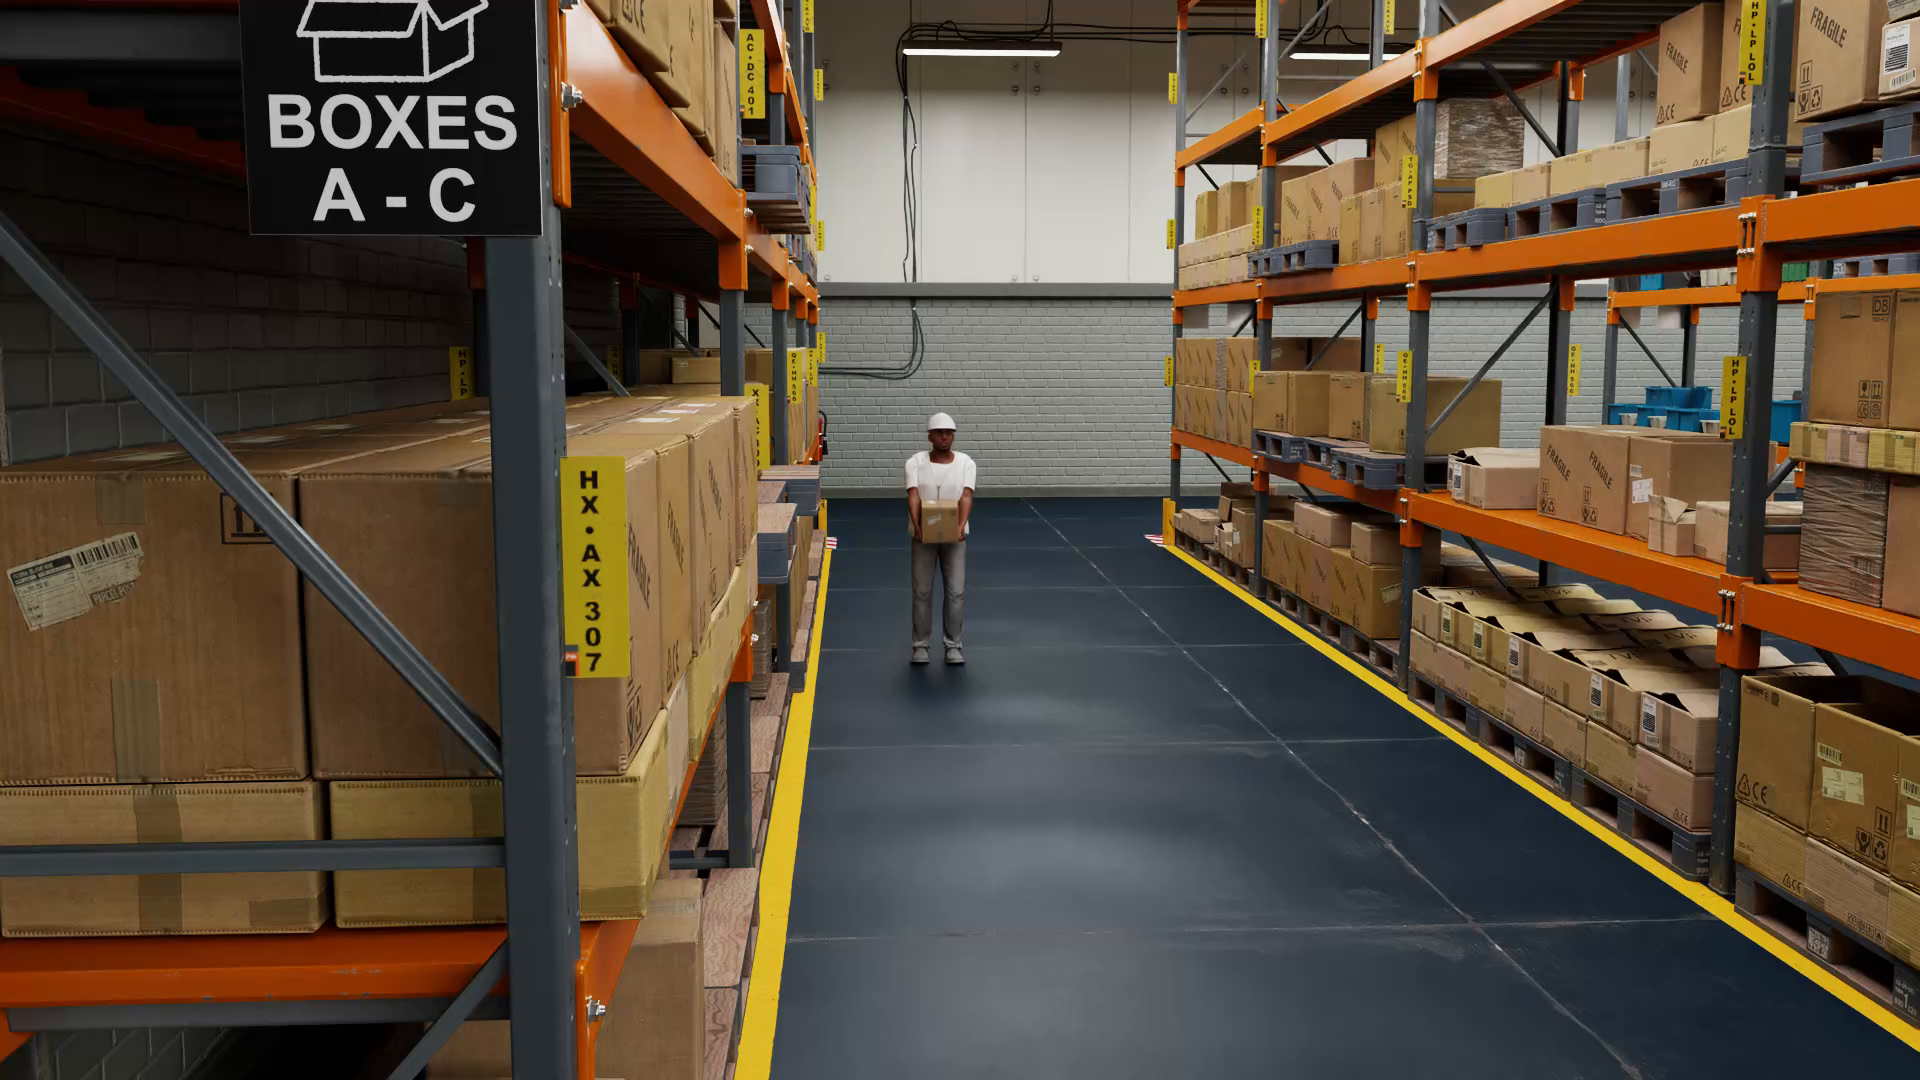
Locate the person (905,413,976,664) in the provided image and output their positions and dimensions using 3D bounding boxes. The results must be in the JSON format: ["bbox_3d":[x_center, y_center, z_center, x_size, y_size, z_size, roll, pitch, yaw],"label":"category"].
[{"bbox_3d":[-0.134,-0.006,11.702,0.504,1.762,0.566,0,7,-2],"label":"person"}]
